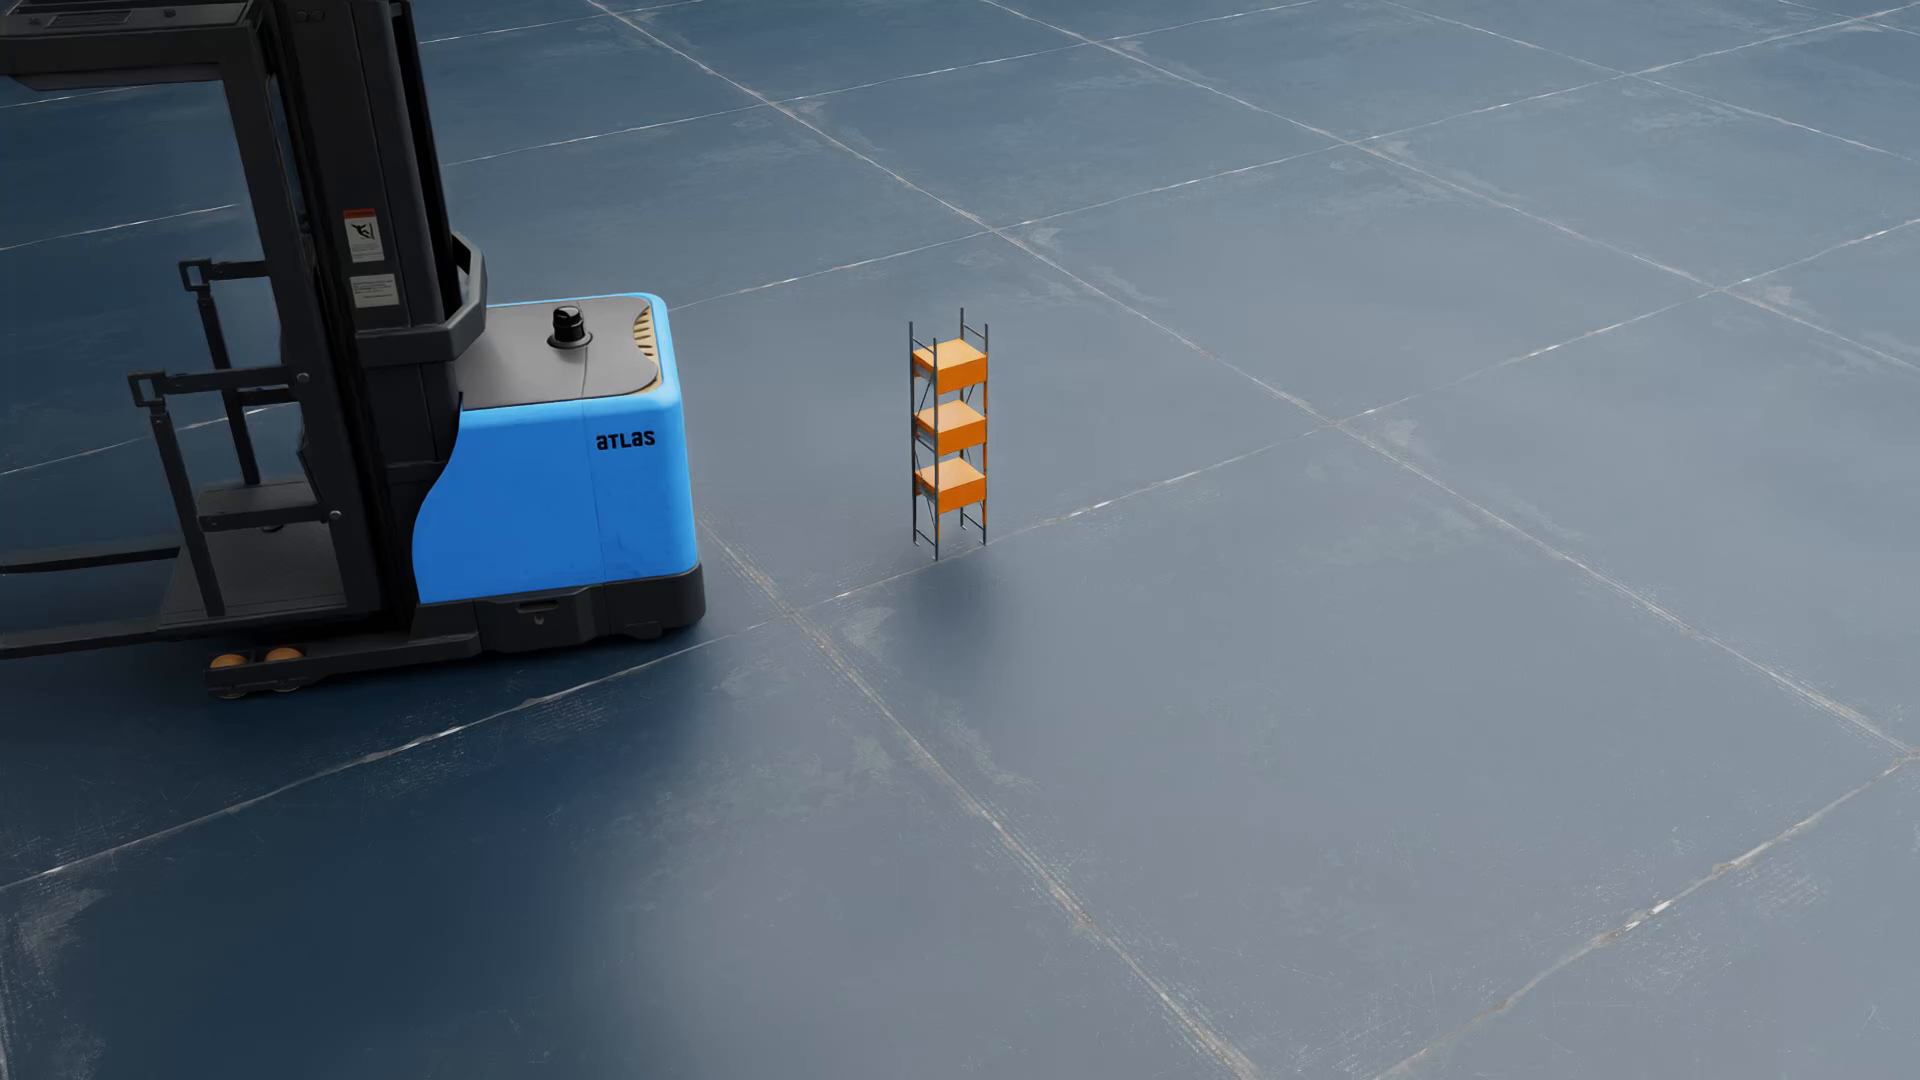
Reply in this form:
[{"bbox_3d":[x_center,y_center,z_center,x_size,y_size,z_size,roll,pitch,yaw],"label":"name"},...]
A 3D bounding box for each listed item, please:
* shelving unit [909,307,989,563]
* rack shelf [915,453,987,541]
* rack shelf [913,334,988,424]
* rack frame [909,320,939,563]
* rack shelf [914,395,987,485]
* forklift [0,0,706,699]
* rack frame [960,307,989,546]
[{"bbox_3d":[-0.045,-0.429,6.945,0.252,1.050,0.215,-19,37,-27],"label":"shelving unit"},{"bbox_3d":[-0.045,-0.185,7.099,0.240,0.259,0.215,-19,37,-27],"label":"rack shelf"},{"bbox_3d":[-0.045,-0.660,6.800,0.240,0.259,0.215,-19,37,-27],"label":"rack shelf"},{"bbox_3d":[-0.148,-0.393,6.889,0.008,1.050,0.200,-19,37,-27],"label":"rack frame"},{"bbox_3d":[-0.045,-0.420,6.951,0.240,0.259,0.215,-19,37,-27],"label":"rack shelf"},{"bbox_3d":[-2.590,-0.948,6.006,3.031,2.935,1.130,-7,33,-10],"label":"forklift"},{"bbox_3d":[0.058,-0.464,7.001,0.008,1.050,0.200,-19,37,-27],"label":"rack frame"}]
